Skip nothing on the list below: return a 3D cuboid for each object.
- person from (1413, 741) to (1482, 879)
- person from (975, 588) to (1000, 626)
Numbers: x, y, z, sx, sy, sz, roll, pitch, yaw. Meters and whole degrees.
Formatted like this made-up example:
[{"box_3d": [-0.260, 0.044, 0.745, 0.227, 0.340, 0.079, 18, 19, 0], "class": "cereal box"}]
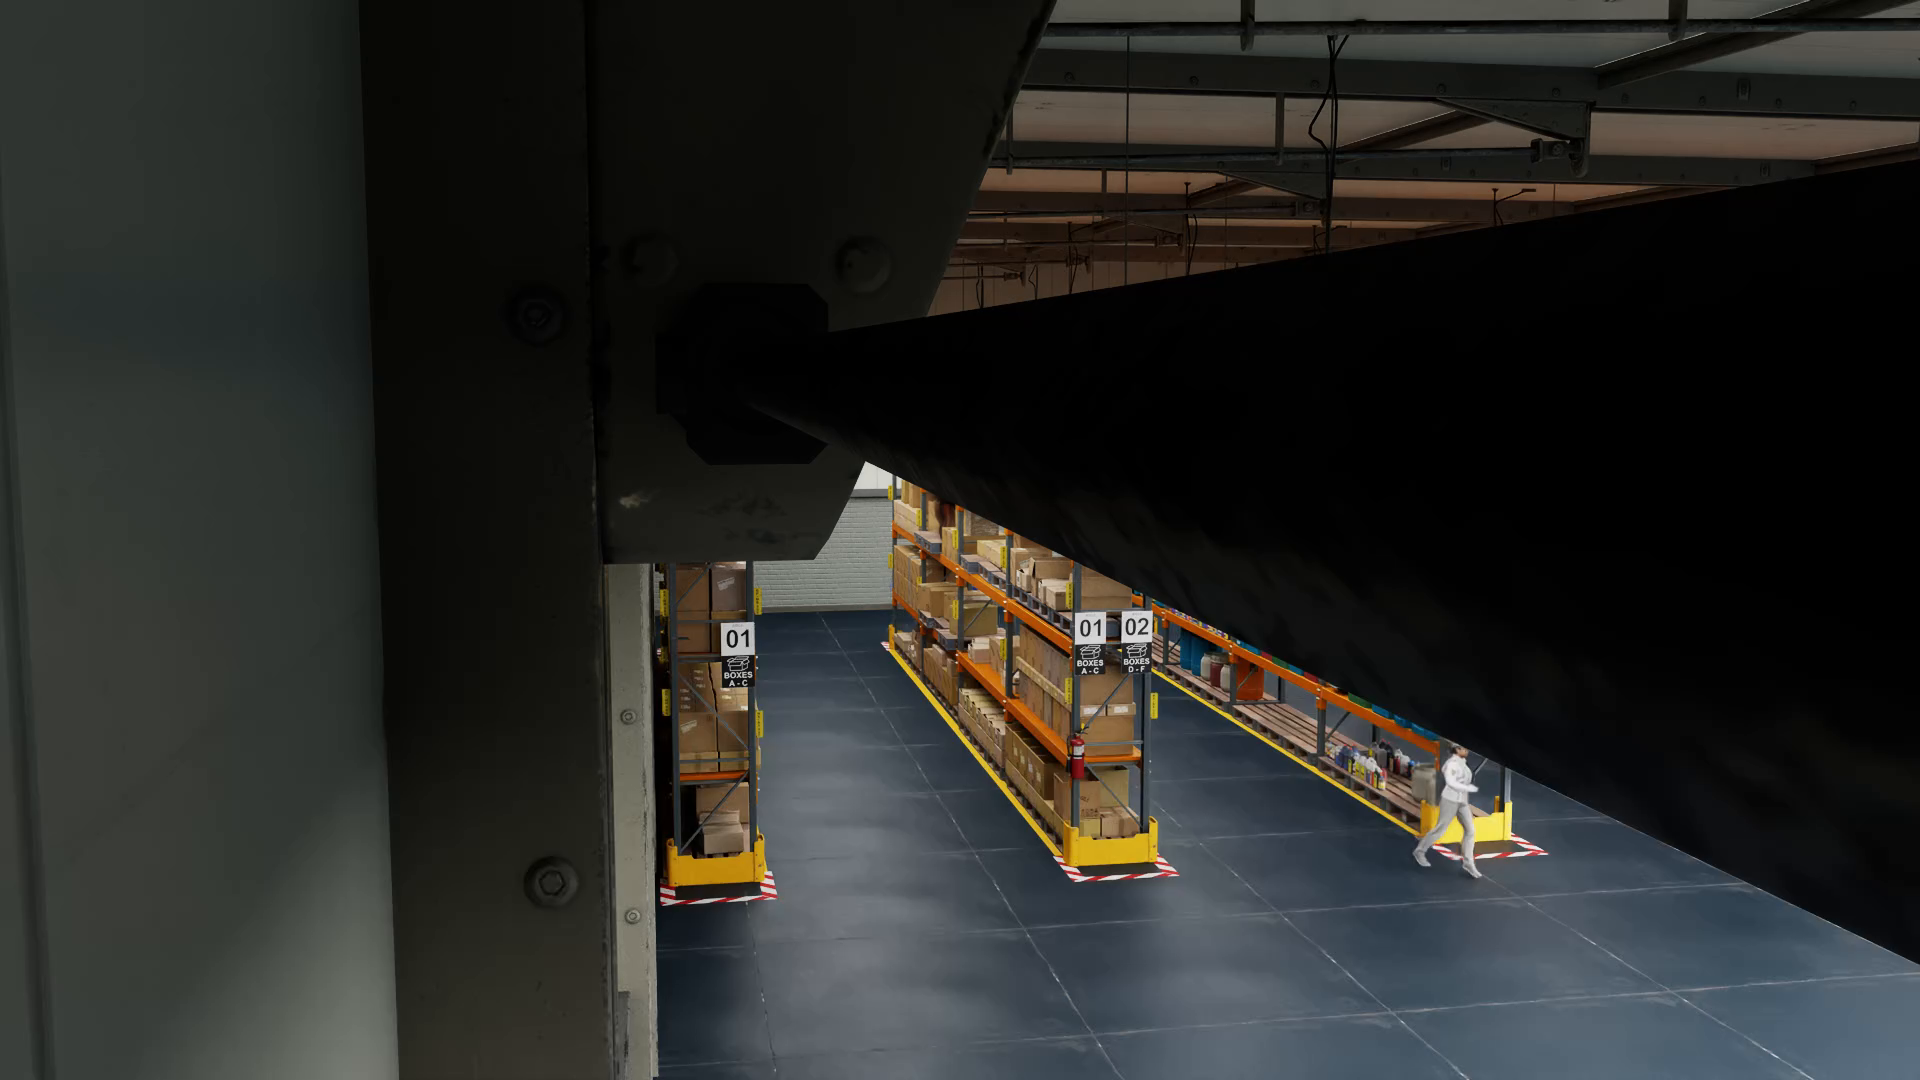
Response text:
[{"box_3d": [6.114, 3.270, 20.632, 0.875, 1.704, 0.643, 4, 8, 35], "class": "person"}, {"box_3d": [0.581, 1.527, 37.386, 0.577, 1.529, 0.712, 6, 9, 44], "class": "person"}]
